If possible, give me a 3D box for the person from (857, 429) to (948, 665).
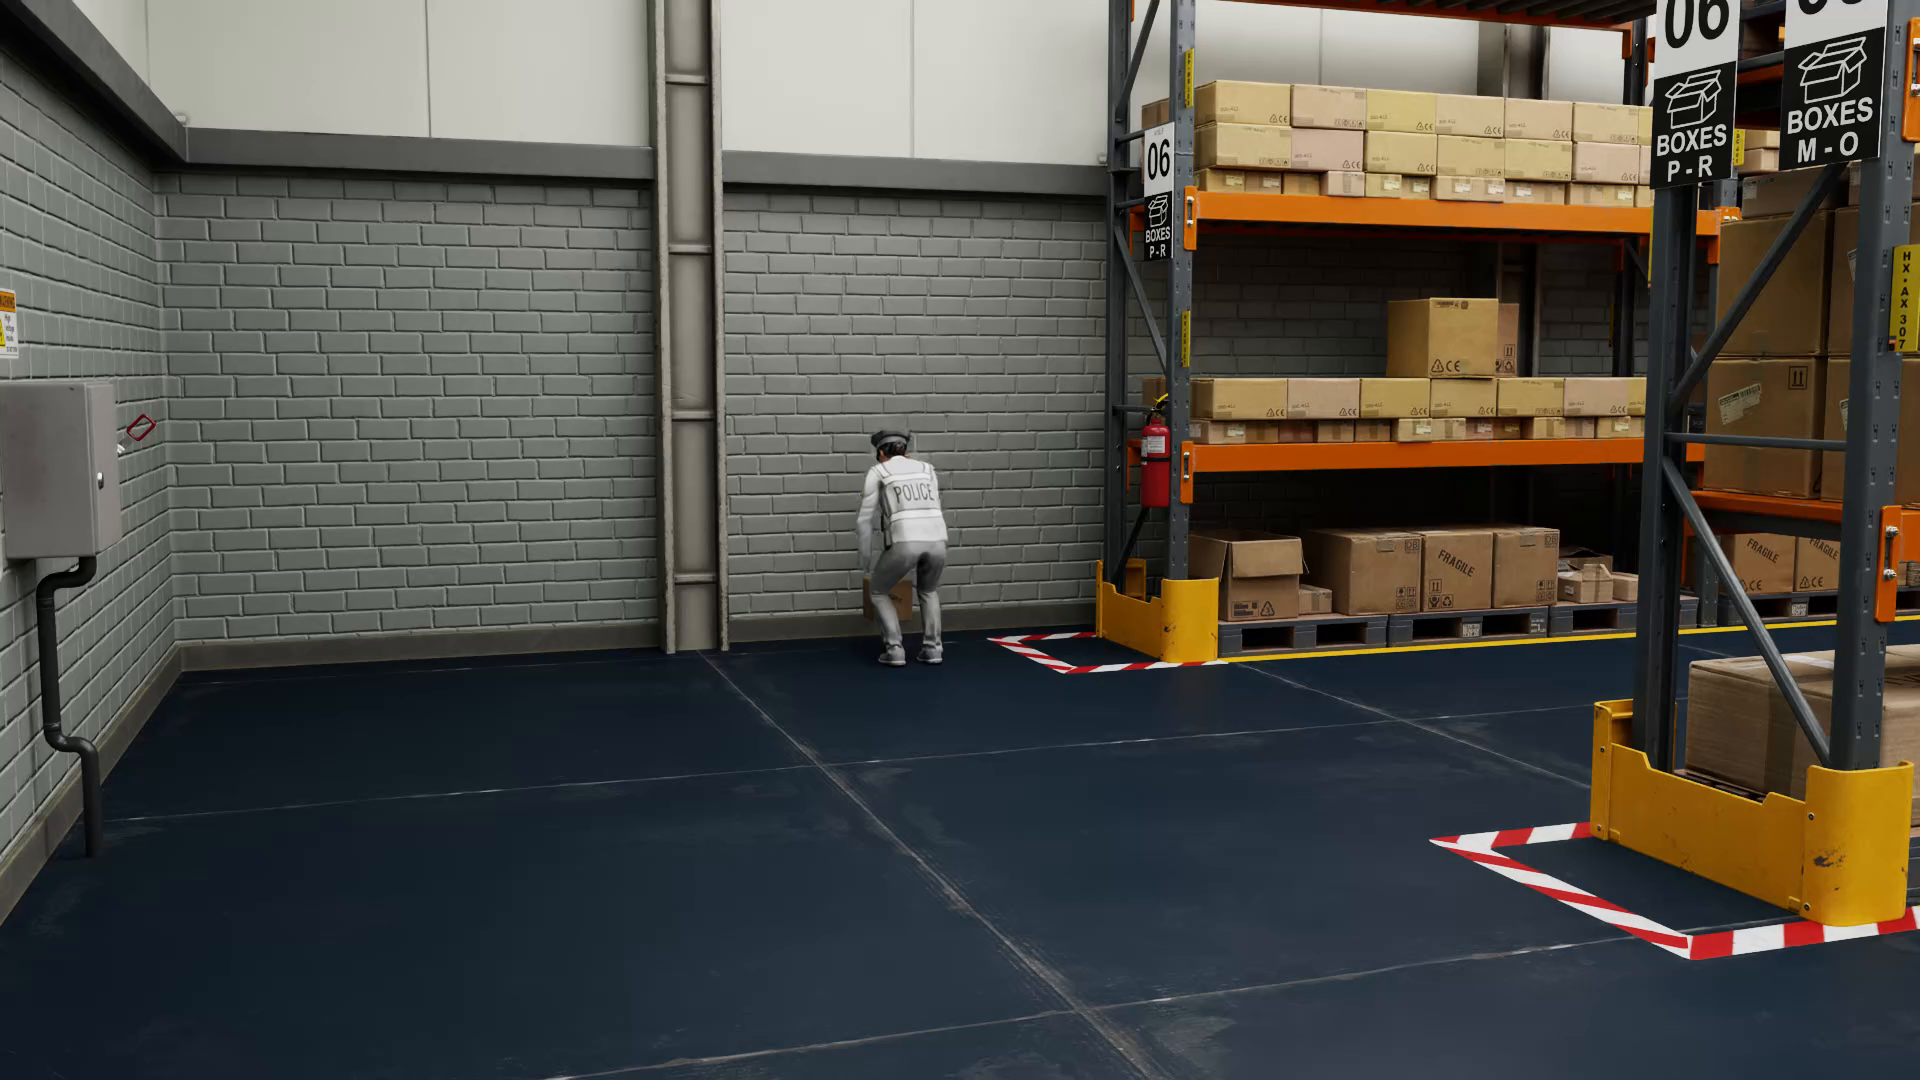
[{"bbox_3d":[-0.348,0.042,9.976,0.535,1.404,0.691,-2,6,-18],"label":"person"}]
